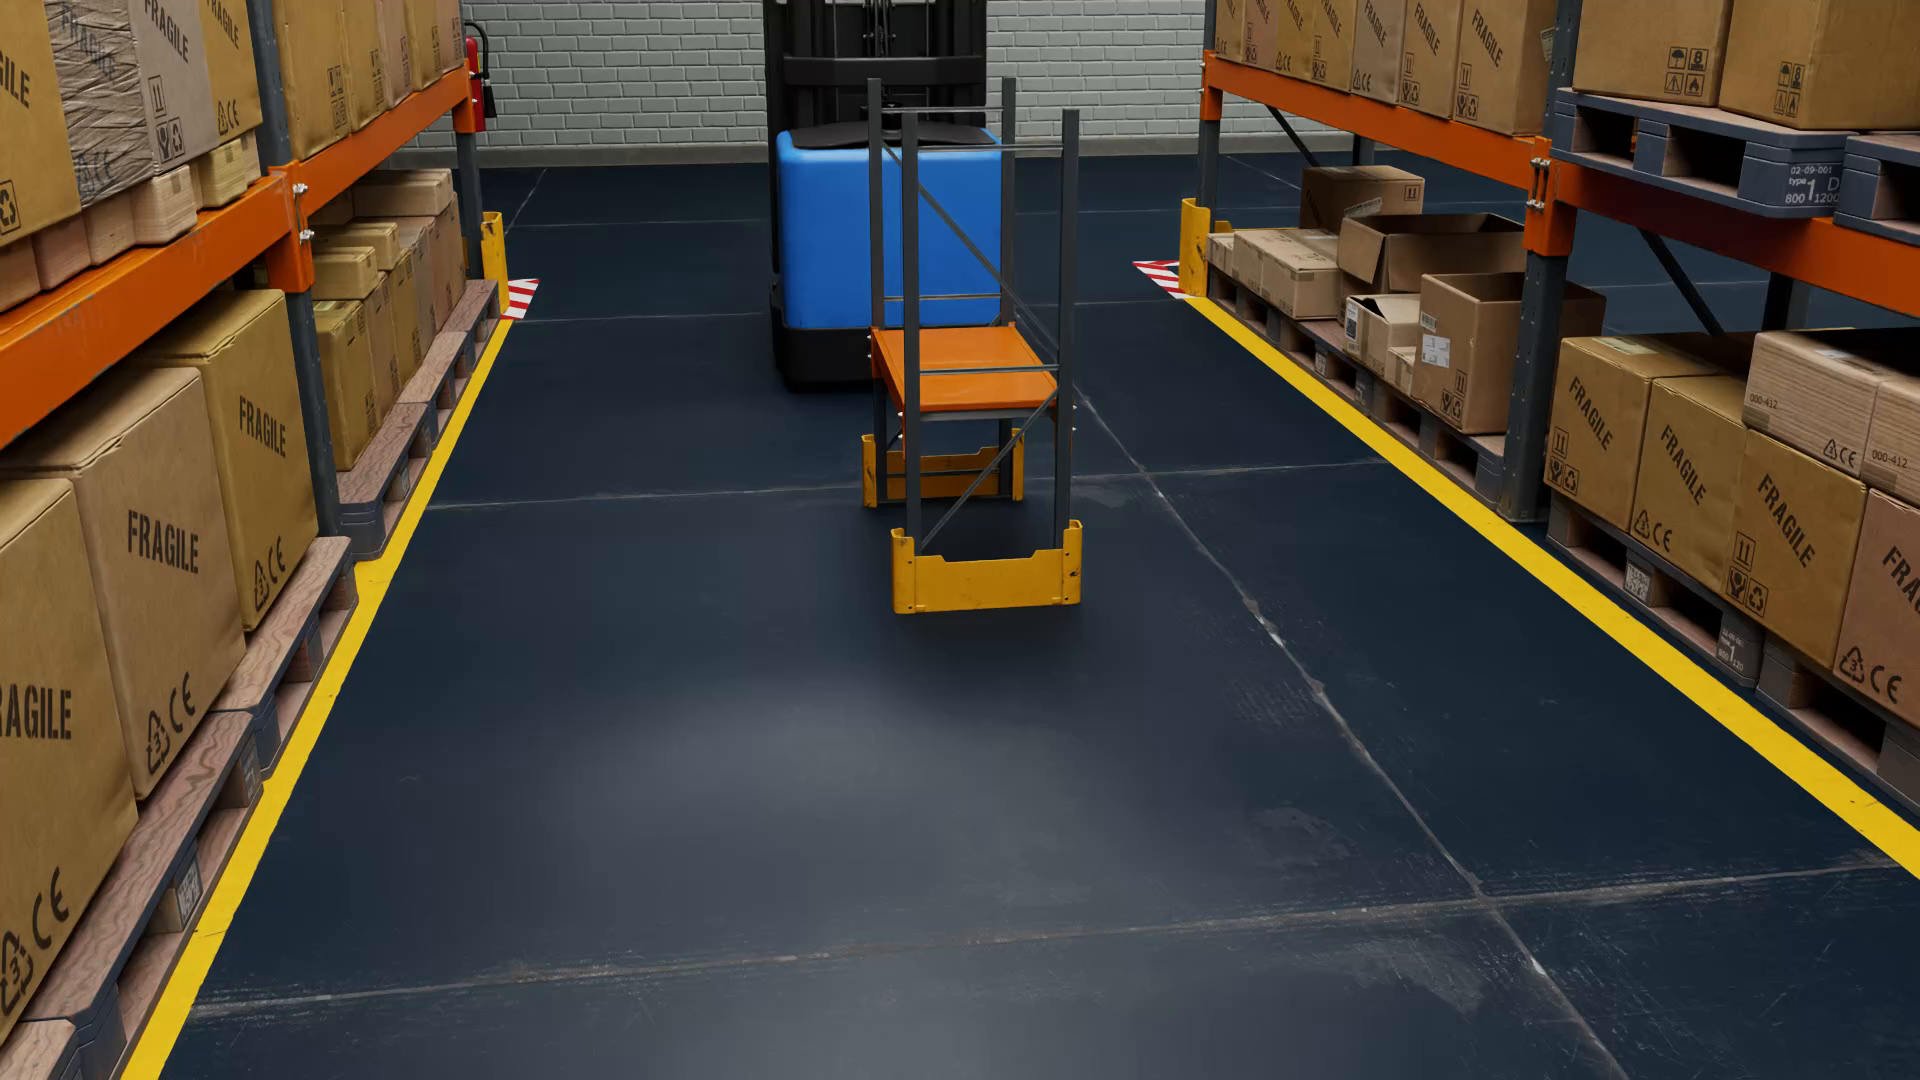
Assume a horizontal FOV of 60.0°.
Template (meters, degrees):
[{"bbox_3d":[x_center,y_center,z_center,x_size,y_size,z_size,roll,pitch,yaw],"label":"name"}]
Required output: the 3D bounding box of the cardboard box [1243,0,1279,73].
[{"bbox_3d":[1.731,-2.589,8.217,0.500,0.500,0.500,-3,21,-8],"label":"cardboard box"}]

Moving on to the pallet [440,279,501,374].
[{"bbox_3d":[-2.861,-1.057,8.244,1.003,0.211,1.213,-3,21,-8],"label":"pallet"}]

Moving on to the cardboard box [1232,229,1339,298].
[{"bbox_3d":[1.718,-1.429,8.557,0.500,0.250,0.500,-3,21,-8],"label":"cardboard box"}]

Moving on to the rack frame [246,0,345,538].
[{"bbox_3d":[-2.477,-1.251,4.779,1.000,3.000,0.127,-3,21,-8],"label":"rack frame"}]

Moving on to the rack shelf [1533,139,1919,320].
[{"bbox_3d":[2.713,-0.473,3.723,1.077,0.370,4.000,-3,21,-8],"label":"rack shelf"}]

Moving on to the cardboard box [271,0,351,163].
[{"bbox_3d":[-2.539,-1.580,5.231,0.980,0.700,0.700,-3,21,-7],"label":"cardboard box"}]

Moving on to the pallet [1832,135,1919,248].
[{"bbox_3d":[2.716,-0.700,3.579,1.003,0.211,1.213,-3,21,-8],"label":"pallet"}]

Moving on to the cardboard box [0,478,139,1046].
[{"bbox_3d":[-1.996,0.379,2.886,0.750,0.750,0.750,-3,21,-8],"label":"cardboard box"}]

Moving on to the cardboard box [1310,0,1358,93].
[{"bbox_3d":[1.871,-2.242,7.288,0.500,0.500,0.500,-3,21,-7],"label":"cardboard box"}]

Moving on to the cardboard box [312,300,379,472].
[{"bbox_3d":[-2.483,-0.541,5.850,0.700,0.500,0.500,-3,21,-7],"label":"cardboard box"}]

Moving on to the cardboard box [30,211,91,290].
[{"bbox_3d":[-2.008,-0.598,3.360,0.380,0.149,0.250,-3,21,-9],"label":"cardboard box"}]

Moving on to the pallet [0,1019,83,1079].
[{"bbox_3d":[-1.939,1.163,2.299,1.003,0.211,1.213,-3,21,-8],"label":"pallet"}]

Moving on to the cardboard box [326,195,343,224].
[{"bbox_3d":[-2.922,-1.411,7.253,0.380,0.149,0.250,-3,21,-7],"label":"cardboard box"}]

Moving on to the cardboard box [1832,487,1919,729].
[{"bbox_3d":[2.478,0.175,3.904,0.500,0.500,0.500,-4,21,-10],"label":"cardboard box"}]

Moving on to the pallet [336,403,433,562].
[{"bbox_3d":[-2.509,-0.212,5.982,1.003,0.211,1.213,-3,21,-8],"label":"pallet"}]

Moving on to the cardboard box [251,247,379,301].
[{"bbox_3d":[-2.352,-0.973,6.078,0.380,0.149,0.250,-2,21,-6],"label":"cardboard box"}]

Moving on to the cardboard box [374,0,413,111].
[{"bbox_3d":[-2.753,-2.085,6.582,0.980,0.700,0.700,-4,21,-10],"label":"cardboard box"}]

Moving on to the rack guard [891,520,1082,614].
[{"bbox_3d":[0.083,0.082,5.140,0.587,0.250,0.087,-3,21,-8],"label":"rack guard"}]

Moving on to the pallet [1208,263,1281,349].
[{"bbox_3d":[1.975,-1.278,8.838,1.003,0.211,1.213,-3,21,-8],"label":"pallet"}]

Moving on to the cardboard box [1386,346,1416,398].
[{"bbox_3d":[1.949,-0.683,6.702,0.380,0.149,0.250,-3,21,-8],"label":"cardboard box"}]

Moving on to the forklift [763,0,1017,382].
[{"bbox_3d":[-0.446,-2.551,8.358,1.130,2.935,3.031,-3,21,-7],"label":"forklift"}]

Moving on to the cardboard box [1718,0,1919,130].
[{"bbox_3d":[2.434,-1.336,4.262,0.700,0.500,0.500,0,20,1],"label":"cardboard box"}]

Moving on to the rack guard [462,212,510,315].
[{"bbox_3d":[-3.057,-1.473,8.946,1.175,0.500,0.348,-3,21,-8],"label":"rack guard"}]

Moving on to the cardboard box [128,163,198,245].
[{"bbox_3d":[-1.999,-0.773,3.830,0.380,0.149,0.250,-3,21,-8],"label":"cardboard box"}]

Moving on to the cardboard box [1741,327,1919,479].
[{"bbox_3d":[2.398,-0.363,4.272,0.500,0.250,0.500,-3,21,-8],"label":"cardboard box"}]

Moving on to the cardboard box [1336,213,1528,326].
[{"bbox_3d":[2.149,-1.189,7.552,0.797,0.503,0.637,-3,21,-8],"label":"cardboard box"}]

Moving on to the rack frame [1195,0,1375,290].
[{"bbox_3d":[1.848,-2.887,9.159,1.000,3.000,0.127,-3,21,-8],"label":"rack frame"}]

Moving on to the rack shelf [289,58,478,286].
[{"bbox_3d":[-2.765,-1.606,6.758,1.077,0.370,4.000,-3,21,-8],"label":"rack shelf"}]

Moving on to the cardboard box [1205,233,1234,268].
[{"bbox_3d":[1.568,-1.595,9.146,0.380,0.149,0.250,-3,21,-8],"label":"cardboard box"}]

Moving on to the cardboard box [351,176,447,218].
[{"bbox_3d":[-2.617,-1.605,7.770,0.380,0.149,0.250,-2,21,-6],"label":"cardboard box"}]

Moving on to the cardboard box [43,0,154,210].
[{"bbox_3d":[-2.013,-0.949,3.373,0.500,0.500,0.500,-3,21,-8],"label":"cardboard box"}]

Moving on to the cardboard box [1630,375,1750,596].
[{"bbox_3d":[2.341,-0.173,4.837,0.500,0.500,0.500,-3,21,-7],"label":"cardboard box"}]

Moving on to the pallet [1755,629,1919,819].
[{"bbox_3d":[2.759,0.507,4.057,1.003,0.211,1.213,-3,21,-8],"label":"pallet"}]

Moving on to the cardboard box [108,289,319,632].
[{"bbox_3d":[-2.254,-0.222,4.496,0.750,0.750,0.750,-3,21,-7],"label":"cardboard box"}]

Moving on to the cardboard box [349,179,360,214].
[{"bbox_3d":[-2.995,-1.586,7.721,0.380,0.149,0.250,-3,21,-8],"label":"cardboard box"}]

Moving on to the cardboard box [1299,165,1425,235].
[{"bbox_3d":[2.170,-1.746,9.049,0.500,0.500,0.500,-3,21,-8],"label":"cardboard box"}]

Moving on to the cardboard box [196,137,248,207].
[{"bbox_3d":[-2.088,-0.954,4.313,0.380,0.149,0.250,-3,21,-7],"label":"cardboard box"}]

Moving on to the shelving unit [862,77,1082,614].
[{"bbox_3d":[0.011,-0.676,5.383,0.587,1.500,1.083,-3,21,-8],"label":"shelving unit"}]

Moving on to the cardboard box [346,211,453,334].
[{"bbox_3d":[-2.781,-1.251,7.751,0.700,0.500,0.500,-3,21,-8],"label":"cardboard box"}]

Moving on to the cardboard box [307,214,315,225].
[{"bbox_3d":[-2.849,-1.235,6.781,0.380,0.149,0.250,-3,21,-9],"label":"cardboard box"}]

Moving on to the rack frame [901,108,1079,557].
[{"bbox_3d":[0.086,-0.497,4.903,0.500,1.500,0.032,-3,21,-8],"label":"rack frame"}]

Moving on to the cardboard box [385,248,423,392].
[{"bbox_3d":[-2.624,-0.893,6.792,0.700,0.500,0.500,-2,21,-6],"label":"cardboard box"}]

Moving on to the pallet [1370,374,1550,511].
[{"bbox_3d":[2.327,-0.434,6.576,1.003,0.211,1.213,-3,21,-8],"label":"pallet"}]

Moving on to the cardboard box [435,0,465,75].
[{"bbox_3d":[-2.970,-2.600,7.963,0.980,0.700,0.700,-2,21,-5],"label":"cardboard box"}]

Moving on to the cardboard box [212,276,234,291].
[{"bbox_3d":[-2.659,-0.785,5.575,0.380,0.149,0.250,-3,21,-8],"label":"cardboard box"}]

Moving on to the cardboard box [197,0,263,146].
[{"bbox_3d":[-2.161,-1.299,4.312,0.500,0.500,0.500,-3,21,-9],"label":"cardboard box"}]

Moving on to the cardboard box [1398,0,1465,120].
[{"bbox_3d":[2.023,-1.888,6.340,0.500,0.500,0.500,-2,21,-6],"label":"cardboard box"}]
